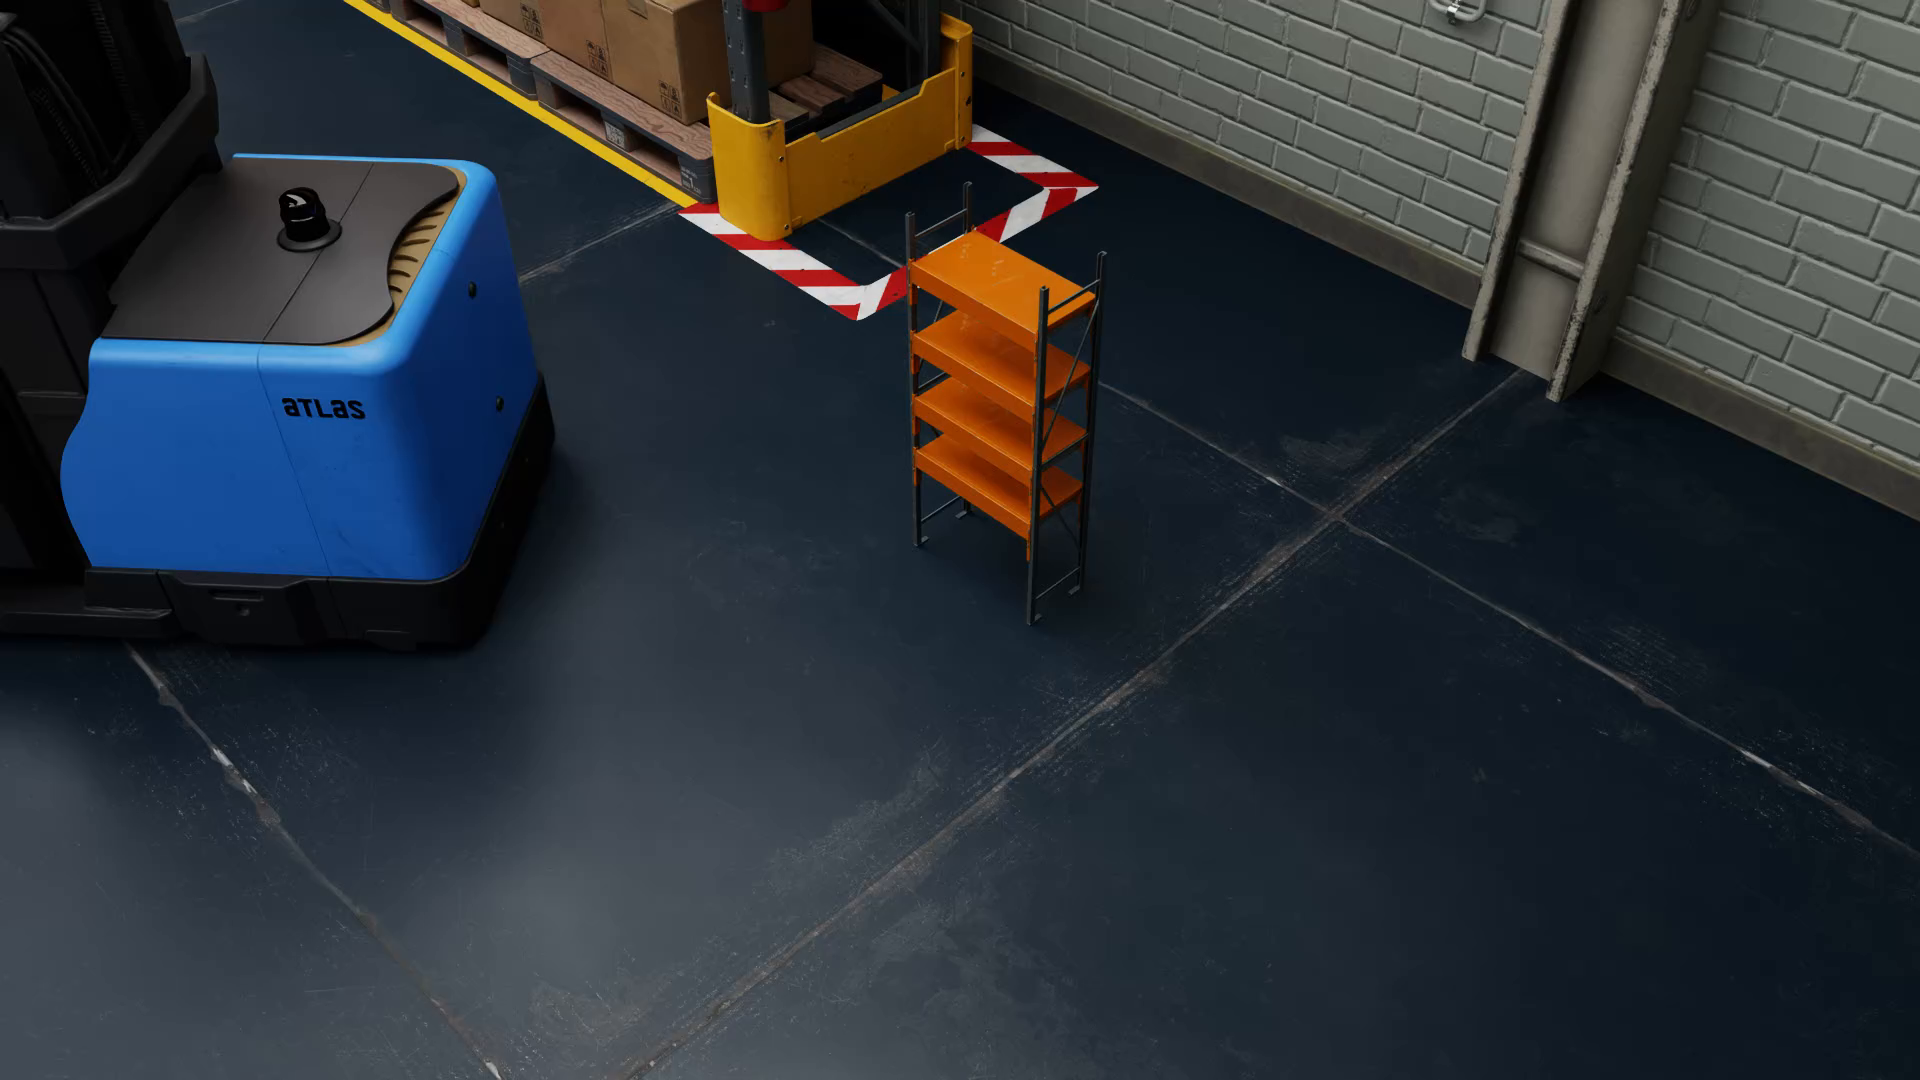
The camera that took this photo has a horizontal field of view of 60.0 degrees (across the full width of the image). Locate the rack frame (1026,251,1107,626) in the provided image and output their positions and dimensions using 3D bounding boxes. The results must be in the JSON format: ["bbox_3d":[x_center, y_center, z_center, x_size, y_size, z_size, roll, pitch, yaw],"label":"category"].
[{"bbox_3d":[0.289,-0.244,4.630,0.240,1.200,0.015,-34,53,-31],"label":"rack frame"}]

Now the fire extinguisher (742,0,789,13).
[{"bbox_3d":[-0.694,-2.167,5.717,0.296,0.674,0.183,-34,53,-31],"label":"fire extinguisher"}]

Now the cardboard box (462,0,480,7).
[{"bbox_3d":[-2.130,-2.885,7.694,0.700,0.500,0.500,-33,52,-30],"label":"cardboard box"}]

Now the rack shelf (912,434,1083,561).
[{"bbox_3d":[0.117,-0.166,4.937,0.258,0.148,0.480,-34,53,-31],"label":"rack shelf"}]

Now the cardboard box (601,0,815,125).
[{"bbox_3d":[-1.039,-2.151,6.900,0.700,0.500,0.500,-34,53,-31],"label":"cardboard box"}]

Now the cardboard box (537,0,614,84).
[{"bbox_3d":[-1.392,-2.391,7.160,0.500,0.500,0.700,34,53,31],"label":"cardboard box"}]

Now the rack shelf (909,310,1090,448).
[{"bbox_3d":[0.117,-0.476,4.651,0.258,0.148,0.480,-34,53,-31],"label":"rack shelf"}]

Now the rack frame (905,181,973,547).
[{"bbox_3d":[-0.055,-0.478,4.884,0.240,1.200,0.015,-34,53,-31],"label":"rack frame"}]

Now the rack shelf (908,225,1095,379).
[{"bbox_3d":[0.117,-0.650,4.490,0.258,0.148,0.480,-34,53,-31],"label":"rack shelf"}]

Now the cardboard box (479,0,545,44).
[{"bbox_3d":[-1.748,-2.632,7.421,0.500,0.500,0.700,32,52,30],"label":"cardboard box"}]

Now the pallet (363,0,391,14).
[{"bbox_3d":[-2.817,-3.121,8.472,1.003,0.211,1.213,-34,53,-31],"label":"pallet"}]

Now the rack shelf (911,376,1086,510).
[{"bbox_3d":[0.117,-0.312,4.802,0.258,0.148,0.480,-34,53,-31],"label":"rack shelf"}]

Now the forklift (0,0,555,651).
[{"bbox_3d":[-2.880,-1.137,4.320,3.031,2.935,1.130,2,43,3],"label":"forklift"}]

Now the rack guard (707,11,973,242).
[{"bbox_3d":[-0.457,-1.696,6.718,1.175,0.500,0.348,-34,53,-31],"label":"rack guard"}]

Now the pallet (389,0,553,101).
[{"bbox_3d":[-1.951,-2.535,7.838,1.003,0.211,1.213,-34,53,-31],"label":"pallet"}]

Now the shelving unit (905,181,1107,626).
[{"bbox_3d":[0.117,-0.361,4.757,0.258,1.200,0.503,-34,53,-31],"label":"shelving unit"}]

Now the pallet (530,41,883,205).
[{"bbox_3d":[-1.094,-1.949,7.203,1.003,0.211,1.213,-34,53,-31],"label":"pallet"}]

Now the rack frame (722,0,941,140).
[{"bbox_3d":[-0.474,-2.626,5.882,1.000,3.000,0.127,-34,53,-31],"label":"rack frame"}]

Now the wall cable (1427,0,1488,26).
[{"bbox_3d":[1.100,-2.837,5.362,0.084,1.984,1.851,-34,53,-31],"label":"wall cable"}]

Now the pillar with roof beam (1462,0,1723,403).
[{"bbox_3d":[-1.003,-1.883,0.657,9.100,9.000,0.400,-34,53,-31],"label":"pillar with roof beam"}]
